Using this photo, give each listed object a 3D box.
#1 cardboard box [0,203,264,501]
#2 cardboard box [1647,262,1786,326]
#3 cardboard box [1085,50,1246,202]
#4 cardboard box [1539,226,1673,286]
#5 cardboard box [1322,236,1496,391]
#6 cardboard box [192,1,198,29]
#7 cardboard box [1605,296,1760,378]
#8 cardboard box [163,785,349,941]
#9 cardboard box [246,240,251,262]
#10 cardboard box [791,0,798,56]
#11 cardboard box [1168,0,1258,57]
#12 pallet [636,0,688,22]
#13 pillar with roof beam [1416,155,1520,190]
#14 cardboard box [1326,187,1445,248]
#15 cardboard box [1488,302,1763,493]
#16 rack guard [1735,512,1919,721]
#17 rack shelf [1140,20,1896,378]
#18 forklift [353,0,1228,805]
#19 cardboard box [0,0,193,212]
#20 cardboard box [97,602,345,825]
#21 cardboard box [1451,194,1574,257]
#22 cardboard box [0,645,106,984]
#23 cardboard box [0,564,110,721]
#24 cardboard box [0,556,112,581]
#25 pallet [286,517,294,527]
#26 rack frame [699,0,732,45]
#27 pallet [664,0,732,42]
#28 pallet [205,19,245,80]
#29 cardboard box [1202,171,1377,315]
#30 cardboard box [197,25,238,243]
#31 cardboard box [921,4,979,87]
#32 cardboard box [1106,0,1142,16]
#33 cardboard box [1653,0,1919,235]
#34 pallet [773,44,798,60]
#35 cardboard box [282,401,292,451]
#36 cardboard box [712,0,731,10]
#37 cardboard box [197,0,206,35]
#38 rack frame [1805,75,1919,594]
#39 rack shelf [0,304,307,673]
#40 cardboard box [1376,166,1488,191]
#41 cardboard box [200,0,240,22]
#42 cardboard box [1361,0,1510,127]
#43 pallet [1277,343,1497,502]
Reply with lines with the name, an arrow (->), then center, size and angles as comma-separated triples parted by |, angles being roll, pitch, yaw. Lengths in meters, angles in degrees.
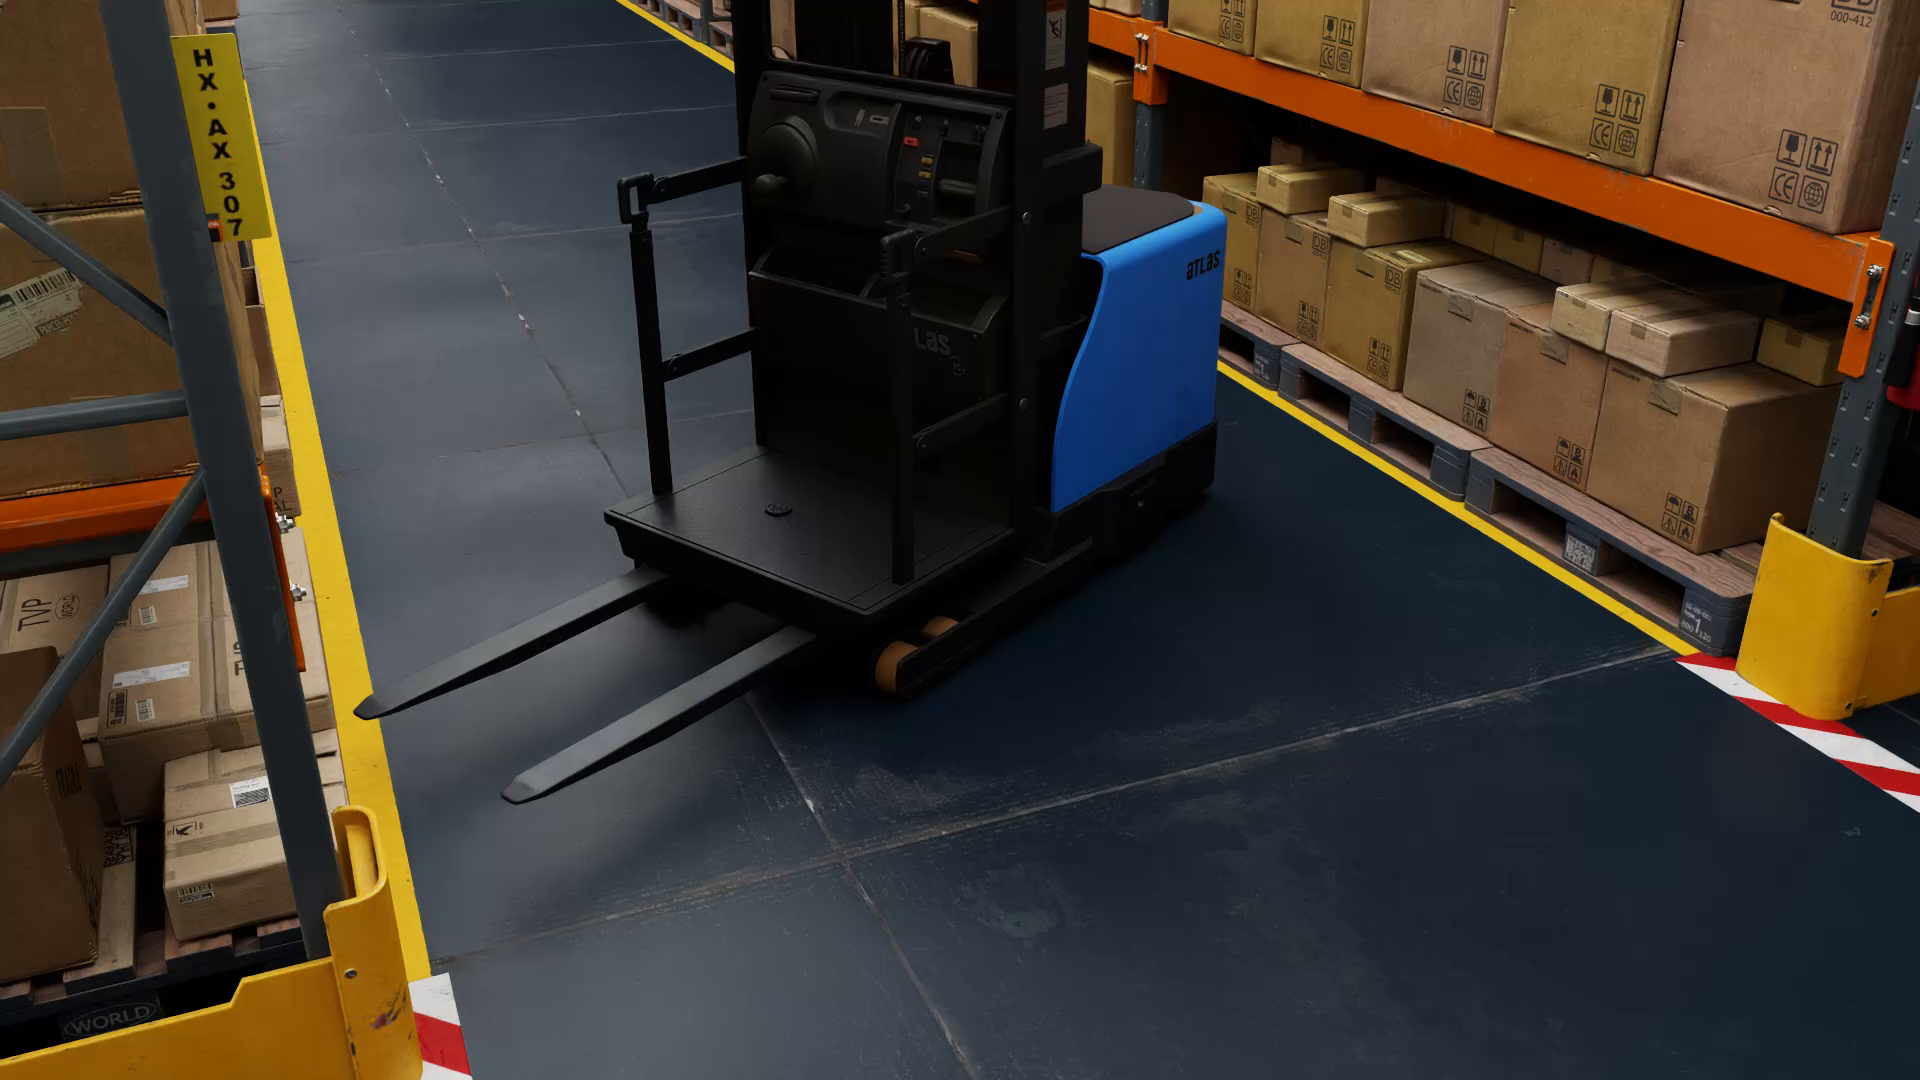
cardboard box -> -1.607, -0.423, 3.083 | 0.500, 0.500, 0.500 | -10, 28, -20
cardboard box -> 2.548, -0.817, 5.635 | 0.380, 0.149, 0.250 | -10, 28, -20
cardboard box -> 0.940, -2.084, 8.570 | 0.750, 0.750, 0.750 | -10, 28, -20
cardboard box -> 2.350, -1.020, 6.052 | 0.380, 0.149, 0.250 | -10, 28, -20
cardboard box -> 1.905, -0.956, 6.659 | 0.700, 0.500, 0.500 | -10, 28, -19
cardboard box -> -2.210, -1.490, 4.128 | 0.500, 0.500, 0.500 | -11, 28, -21
cardboard box -> 2.296, -0.649, 5.291 | 0.380, 0.149, 0.250 | -11, 28, -21
cardboard box -> -1.524, 0.702, 3.641 | 0.380, 0.149, 0.250 | -11, 28, -21
cardboard box -> -3.616, -1.496, 7.743 | 0.500, 0.500, 0.500 | -10, 28, -20
cardboard box -> -0.898, -4.015, 12.903 | 0.700, 0.500, 0.500 | -11, 28, -21
cardboard box -> 1.511, -2.534, 7.179 | 0.980, 0.700, 0.700 | -10, 28, -20
pallet -> -2.596, -5.356, 16.479 | 1.003, 0.211, 1.213 | -11, 28, -21
pillar with roof beam -> -1.577, -4.443, 4.593 | 9.100, 9.000, 0.400 | -11, 28, -21
cardboard box -> 1.683, -1.278, 6.580 | 0.380, 0.149, 0.250 | -11, 28, -22
cardboard box -> 2.318, -0.539, 5.805 | 0.700, 0.500, 0.500 | -11, 28, -21
rack guard -> 2.890, 0.127, 4.920 | 1.175, 0.500, 0.348 | -11, 28, -21
rack shelf -> 2.097, -1.490, 6.203 | 1.077, 0.370, 4.000 | -11, 28, -21
forklift -> -0.385, -1.102, 4.666 | 1.130, 2.935, 3.031 | 19, 32, 34
cardboard box -> -1.607, -0.872, 2.864 | 0.500, 0.500, 0.500 | -10, 28, -19
cardboard box -> -1.824, 0.414, 4.115 | 0.500, 0.250, 0.500 | -11, 28, -21
cardboard box -> 2.151, -1.226, 6.473 | 0.380, 0.149, 0.250 | -11, 28, -22
cardboard box -> -2.116, 0.595, 3.460 | 0.500, 0.500, 0.500 | -11, 28, -21
cardboard box -> -2.460, 0.319, 4.311 | 0.500, 0.250, 0.500 | -11, 28, -21
cardboard box -> -2.502, -0.087, 4.852 | 0.797, 0.503, 0.637 | -11, 28, -21
pallet -> -2.493, 0.256, 4.986 | 1.003, 0.211, 1.213 | -11, 28, -21
rack frame -> -1.819, -5.850, 14.314 | 1.000, 3.000, 0.127 | -11, 28, -21
pallet -> -2.114, -4.862, 15.468 | 1.003, 0.211, 1.213 | -11, 28, -21
pallet -> -3.455, -2.023, 6.694 | 1.003, 0.211, 1.213 | -11, 28, -21
cardboard box -> 1.513, -1.367, 7.501 | 0.700, 0.500, 0.500 | -10, 28, -20
cardboard box -> -2.202, -1.035, 4.338 | 0.500, 0.500, 0.500 | -10, 28, -20
cardboard box -> 0.252, -2.784, 10.005 | 0.750, 0.750, 0.750 | -11, 28, -21
cardboard box -> 0.921, -2.605, 7.930 | 0.380, 0.149, 0.250 | -10, 28, -20
cardboard box -> 2.672, -1.345, 4.744 | 0.980, 0.700, 0.700 | -9, 28, -18
pallet -> -1.031, -3.790, 13.272 | 1.003, 0.211, 1.213 | -11, 28, -21
cardboard box -> -2.556, -0.362, 5.821 | 0.380, 0.149, 0.250 | -11, 28, -21
cardboard box -> -2.056, -4.986, 15.271 | 0.380, 0.166, 0.250 | -15, 30, -27
cardboard box -> -2.608, -1.448, 5.182 | 0.500, 0.500, 0.500 | -10, 28, -19
rack frame -> 2.881, -1.006, 4.392 | 1.000, 3.000, 0.127 | -11, 28, -21
rack shelf -> -2.459, -0.638, 4.457 | 1.077, 0.370, 4.000 | -11, 28, -21
cardboard box -> 1.950, -1.432, 6.896 | 0.380, 0.149, 0.250 | -12, 28, -22
cardboard box -> -3.222, -2.232, 6.309 | 0.700, 0.500, 0.500 | -22, 34, -37
cardboard box -> 2.086, -1.946, 5.975 | 0.980, 0.700, 0.700 | -12, 28, -23
pallet -> 2.021, -0.554, 6.644 | 1.003, 0.211, 1.213 | -11, 28, -21
